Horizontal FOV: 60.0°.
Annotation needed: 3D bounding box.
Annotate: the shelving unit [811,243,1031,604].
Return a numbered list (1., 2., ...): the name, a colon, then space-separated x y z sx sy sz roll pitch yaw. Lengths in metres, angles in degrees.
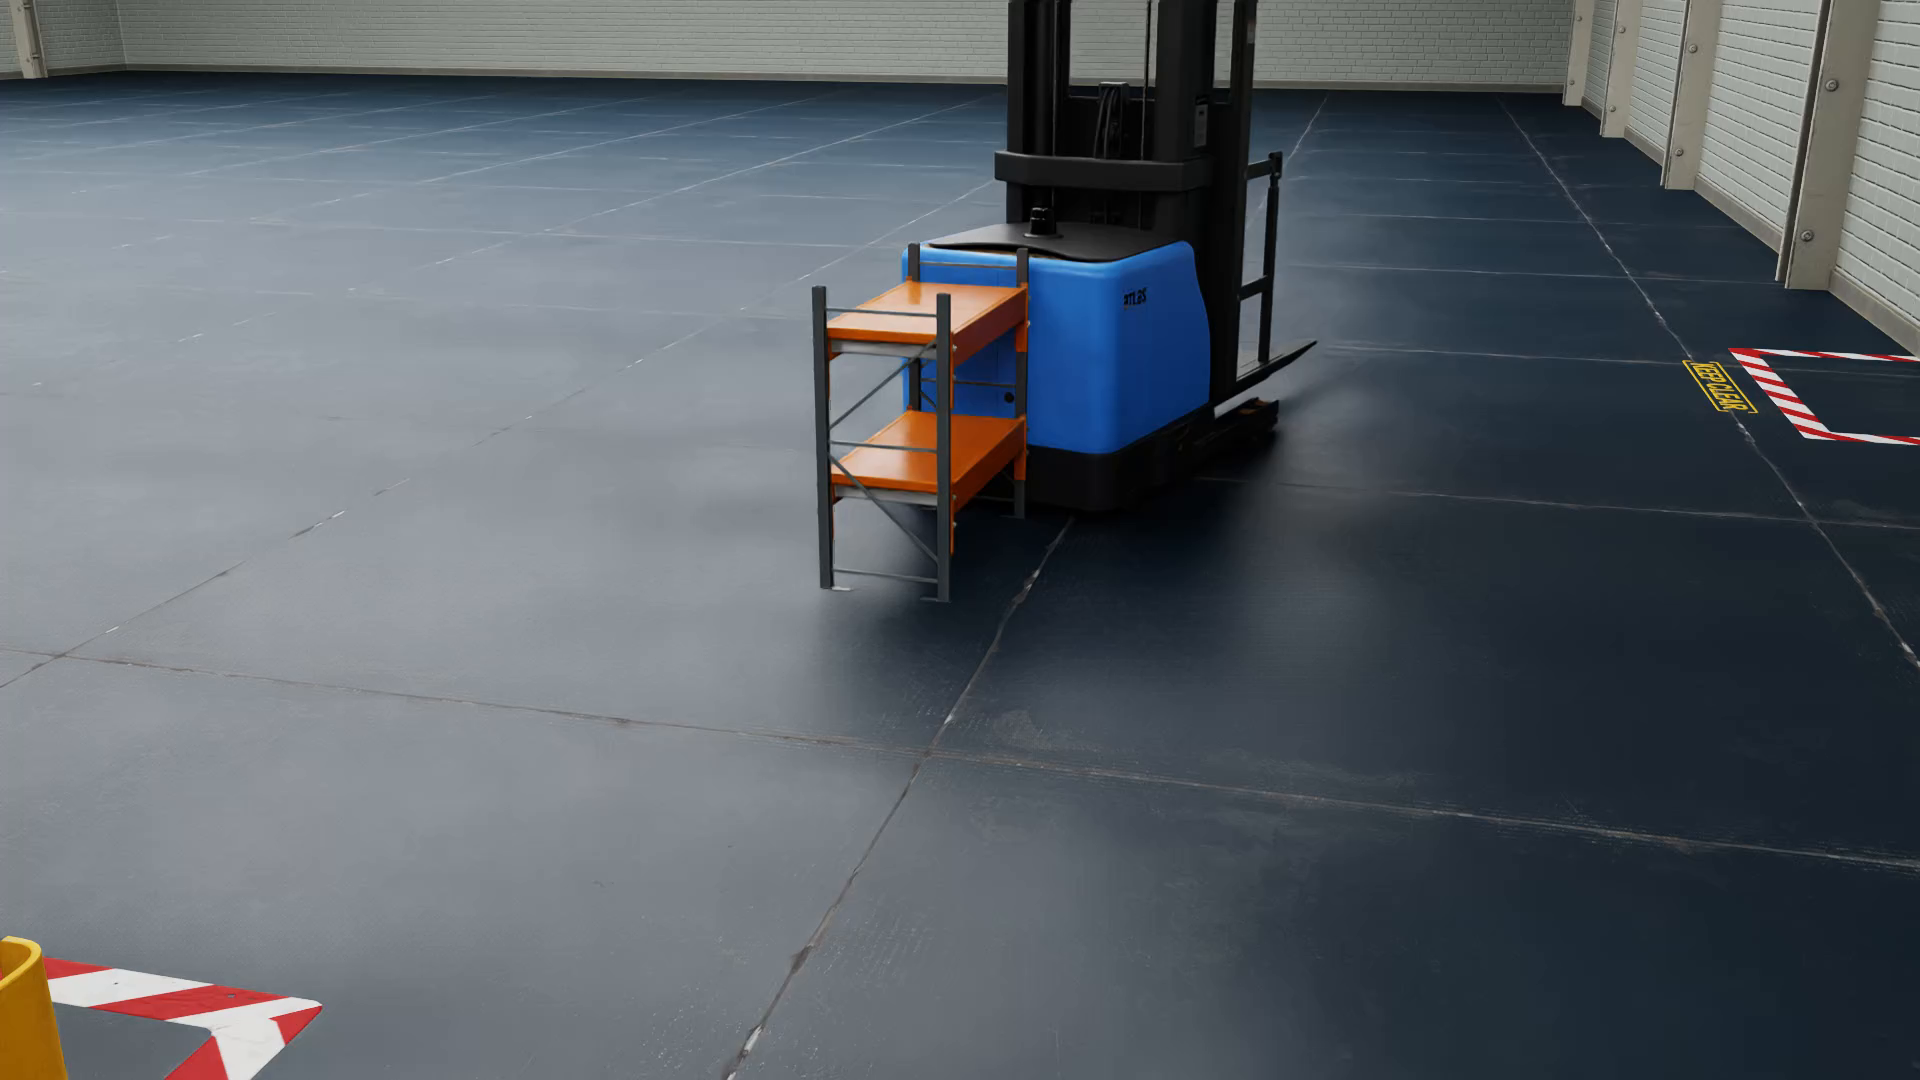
1. shelving unit: -0.121 -0.486 6.369 0.538 1.125 1.048 6 20 17

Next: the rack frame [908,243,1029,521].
1. rack frame: 0.032 -0.642 6.828 0.500 1.125 0.032 6 20 17

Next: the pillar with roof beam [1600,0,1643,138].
1. pillar with roof beam: 4.918 -10.224 22.698 9.100 9.000 0.400 5 19 13

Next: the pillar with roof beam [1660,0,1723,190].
1. pillar with roof beam: 3.452 -8.343 17.192 9.100 9.000 0.400 5 19 13

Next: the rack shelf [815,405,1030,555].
1. rack shelf: -0.121 -0.254 6.448 0.538 0.278 1.000 6 20 17

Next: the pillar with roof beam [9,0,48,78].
1. pillar with roof beam: -15.812 -13.912 33.497 9.100 9.000 0.400 5 19 13

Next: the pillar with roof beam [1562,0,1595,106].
1. pillar with roof beam: 6.384 -12.105 28.204 9.100 9.000 0.400 5 19 13

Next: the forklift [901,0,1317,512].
1. forklift: 0.925 -1.929 7.800 1.130 2.935 3.031 11 22 29

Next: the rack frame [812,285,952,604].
1. rack frame: -0.274 -0.329 5.910 0.500 1.125 0.032 6 20 17

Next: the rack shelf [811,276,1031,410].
1. rack shelf: -0.121 -0.762 6.274 0.538 0.278 1.000 6 20 17

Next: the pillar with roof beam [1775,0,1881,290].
1. pillar with roof beam: 1.986 -6.463 11.687 9.100 9.000 0.400 5 19 13

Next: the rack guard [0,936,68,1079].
1. rack guard: -2.237 0.975 3.060 1.175 0.500 0.348 5 19 13
